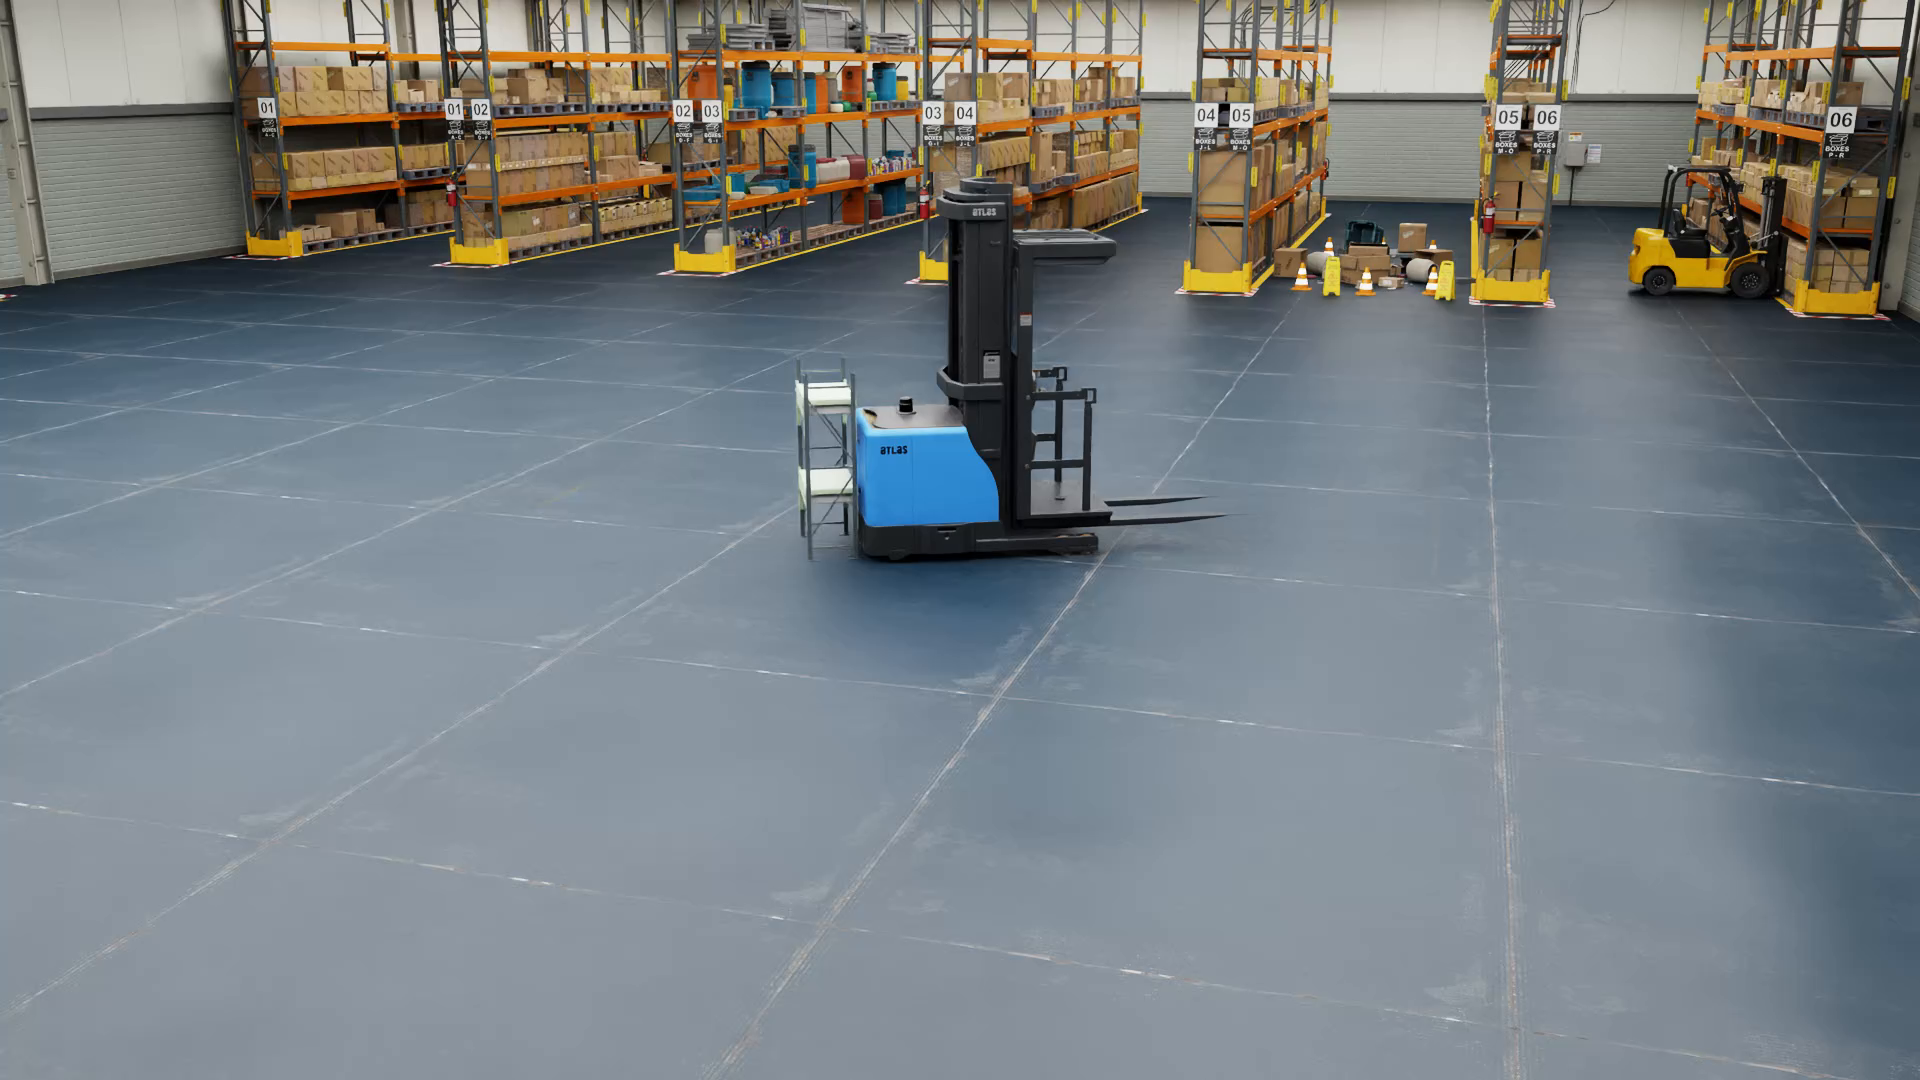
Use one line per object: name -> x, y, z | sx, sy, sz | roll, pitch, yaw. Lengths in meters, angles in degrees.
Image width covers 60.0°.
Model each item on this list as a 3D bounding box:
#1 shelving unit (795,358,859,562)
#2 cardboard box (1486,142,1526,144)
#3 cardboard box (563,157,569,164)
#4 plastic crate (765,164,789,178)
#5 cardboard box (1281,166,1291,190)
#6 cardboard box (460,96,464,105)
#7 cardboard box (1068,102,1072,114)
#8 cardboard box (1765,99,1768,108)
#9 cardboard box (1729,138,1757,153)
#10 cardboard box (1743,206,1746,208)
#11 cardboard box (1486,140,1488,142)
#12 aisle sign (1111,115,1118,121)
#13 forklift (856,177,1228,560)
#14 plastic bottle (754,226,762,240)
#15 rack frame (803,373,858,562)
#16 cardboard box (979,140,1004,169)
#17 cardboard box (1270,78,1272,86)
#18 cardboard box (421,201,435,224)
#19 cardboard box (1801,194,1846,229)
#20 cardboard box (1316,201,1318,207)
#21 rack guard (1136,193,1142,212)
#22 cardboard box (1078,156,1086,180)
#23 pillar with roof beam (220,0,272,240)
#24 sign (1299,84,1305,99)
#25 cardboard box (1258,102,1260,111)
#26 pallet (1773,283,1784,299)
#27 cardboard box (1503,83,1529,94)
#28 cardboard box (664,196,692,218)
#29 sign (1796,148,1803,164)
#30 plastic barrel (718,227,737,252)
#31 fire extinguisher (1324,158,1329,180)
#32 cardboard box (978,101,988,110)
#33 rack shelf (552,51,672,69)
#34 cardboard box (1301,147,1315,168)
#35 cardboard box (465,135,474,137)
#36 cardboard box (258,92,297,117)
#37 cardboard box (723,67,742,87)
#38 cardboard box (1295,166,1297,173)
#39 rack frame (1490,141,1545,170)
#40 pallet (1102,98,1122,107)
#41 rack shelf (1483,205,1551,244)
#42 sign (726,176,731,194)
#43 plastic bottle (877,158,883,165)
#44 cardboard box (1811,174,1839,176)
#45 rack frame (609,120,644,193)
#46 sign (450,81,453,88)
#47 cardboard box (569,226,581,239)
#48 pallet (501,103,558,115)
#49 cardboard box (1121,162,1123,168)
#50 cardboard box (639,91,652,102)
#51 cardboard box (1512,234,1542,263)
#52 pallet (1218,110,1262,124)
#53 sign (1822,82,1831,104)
shelving unit -> -1.075, -0.659, 13.405 | 0.431, 1.500, 0.755 | -3, 16, -10
cardboard box -> 10.128, -7.128, 30.901 | 0.700, 0.500, 0.500 | 4, 16, 15
cardboard box -> -8.627, -8.162, 35.736 | 0.380, 0.149, 0.250 | 5, 16, 16
plastic crate -> -3.945, -7.888, 36.024 | 0.402, 0.464, 0.583 | 5, 16, 16
cardboard box -> 6.667, -7.606, 34.965 | 0.500, 0.500, 0.500 | 4, 16, 15
cardboard box -> -12.097, -10.722, 40.762 | 0.500, 0.311, 0.500 | 5, 16, 16
cardboard box -> 2.196, -9.596, 36.943 | 0.500, 0.250, 0.500 | 5, 16, 16
cardboard box -> 15.462, -8.255, 31.448 | 0.380, 0.149, 0.250 | 4, 16, 15
cardboard box -> 18.173, -9.064, 38.642 | 0.500, 0.500, 0.500 | 4, 16, 14
cardboard box -> 17.536, -7.322, 36.770 | 0.380, 0.149, 0.250 | 5, 17, 16
cardboard box -> 11.494, -8.285, 35.526 | 0.500, 0.500, 0.500 | 4, 16, 14
aisle sign -> 4.103, -11.755, 45.010 | 0.394, 0.787, 0.004 | 5, 16, 16
forklift -> 0.666, -1.421, 13.470 | 3.031, 2.935, 1.130 | -3, 16, -10
plastic bottle -> -4.278, -6.453, 35.133 | 0.144, 0.351, 0.185 | 5, 16, 16
rack frame -> -1.012, -0.561, 13.058 | 0.400, 1.500, 0.023 | -3, 16, -10
cardboard box -> 0.530, -7.332, 31.621 | 0.500, 0.500, 0.500 | 5, 16, 16
cardboard box -> 5.529, -8.417, 30.555 | 0.380, 0.149, 0.250 | 4, 16, 15
cardboard box -> -12.996, -7.817, 39.665 | 0.700, 0.500, 0.500 | 4, 16, 15
cardboard box -> 13.972, -5.321, 26.907 | 0.500, 0.500, 0.500 | 4, 16, 15
cardboard box -> 8.939, -8.592, 42.533 | 0.380, 0.149, 0.250 | 5, 17, 17
rack guard -> 4.377, -9.265, 45.580 | 1.175, 0.500, 0.348 | 5, 16, 16
cardboard box -> 2.640, -8.658, 38.674 | 0.500, 0.500, 0.500 | 4, 16, 14
pillar with roof beam -> -10.927, -10.231, 33.408 | 9.100, 9.000, 0.400 | 5, 16, 16
sign -> 7.353, -9.642, 35.738 | 0.100, 0.325, 0.005 | 5, 16, 16
cardboard box -> 5.026, -7.569, 29.027 | 0.380, 0.149, 0.250 | 5, 17, 16
pallet -> 14.610, -4.303, 28.614 | 1.003, 0.211, 1.213 | 5, 16, 16
cardboard box -> 10.504, -8.529, 31.494 | 0.500, 0.250, 0.500 | 5, 17, 17
cardboard box -> -6.997, -8.244, 41.172 | 0.500, 0.500, 0.500 | 5, 17, 18
sign -> 16.891, -7.731, 33.468 | 0.100, 0.325, 0.005 | 5, 16, 16
plastic barrel -> -4.670, -5.974, 33.185 | 0.421, 0.512, 0.421 | 0, 16, 0
fire extinguisher -> 9.611, -9.864, 43.935 | 0.296, 0.674, 0.183 | 5, 16, 16
cardboard box -> 0.289, -7.953, 30.419 | 0.380, 0.149, 0.250 | 5, 17, 17
rack shelf -> -7.969, -10.962, 38.039 | 1.077, 0.370, 4.000 | 5, 16, 16
cardboard box -> 8.342, -9.305, 40.411 | 0.500, 0.500, 0.500 | 4, 16, 15
cardboard box -> -12.220, -10.000, 41.412 | 0.380, 0.149, 0.250 | 2, 16, 9
cardboard box -> -14.090, -8.997, 34.335 | 0.500, 0.500, 0.500 | 5, 17, 17
cardboard box -> -6.162, -12.287, 44.138 | 0.700, 0.500, 0.500 | 5, 16, 16
cardboard box -> 7.372, -8.352, 37.468 | 0.380, 0.149, 0.250 | 5, 17, 18
rack frame -> 10.461, -6.554, 31.438 | 1.000, 3.000, 0.127 | 5, 16, 16
pallet -> 3.476, -11.029, 41.882 | 1.003, 0.211, 1.213 | 5, 16, 16
rack shelf -> 9.893, -5.684, 29.692 | 1.077, 0.370, 4.000 | 5, 16, 16
sign -> -4.400, -6.749, 31.620 | 0.100, 0.325, 0.005 | 5, 16, 16
plastic bottle -> -1.960, -9.198, 40.852 | 0.144, 0.351, 0.185 | 5, 16, 16
cardboard box -> 14.215, -5.934, 27.335 | 0.380, 0.149, 0.250 | 5, 17, 16
rack frame -> -9.877, -11.614, 49.279 | 1.000, 3.000, 0.127 | 5, 16, 16
sign -> -12.681, -11.296, 41.569 | 0.100, 0.325, 0.005 | 5, 16, 16
cardboard box -> -8.611, -6.702, 36.232 | 0.500, 0.250, 0.500 | 5, 16, 16
pallet -> -9.103, -8.949, 34.547 | 1.003, 0.211, 1.213 | 5, 16, 16
cardboard box -> 4.004, -9.685, 42.939 | 0.380, 0.149, 0.250 | 5, 17, 17
cardboard box -> -7.607, -10.449, 39.181 | 0.500, 0.250, 0.500 | 5, 17, 17
cardboard box -> 9.969, -5.080, 29.139 | 0.500, 0.500, 0.500 | 4, 16, 14
pallet -> 4.750, -7.460, 29.299 | 1.003, 0.211, 1.213 | 5, 16, 16
sign -> 13.568, -7.000, 26.037 | 0.100, 0.325, 0.005 | 5, 16, 16
